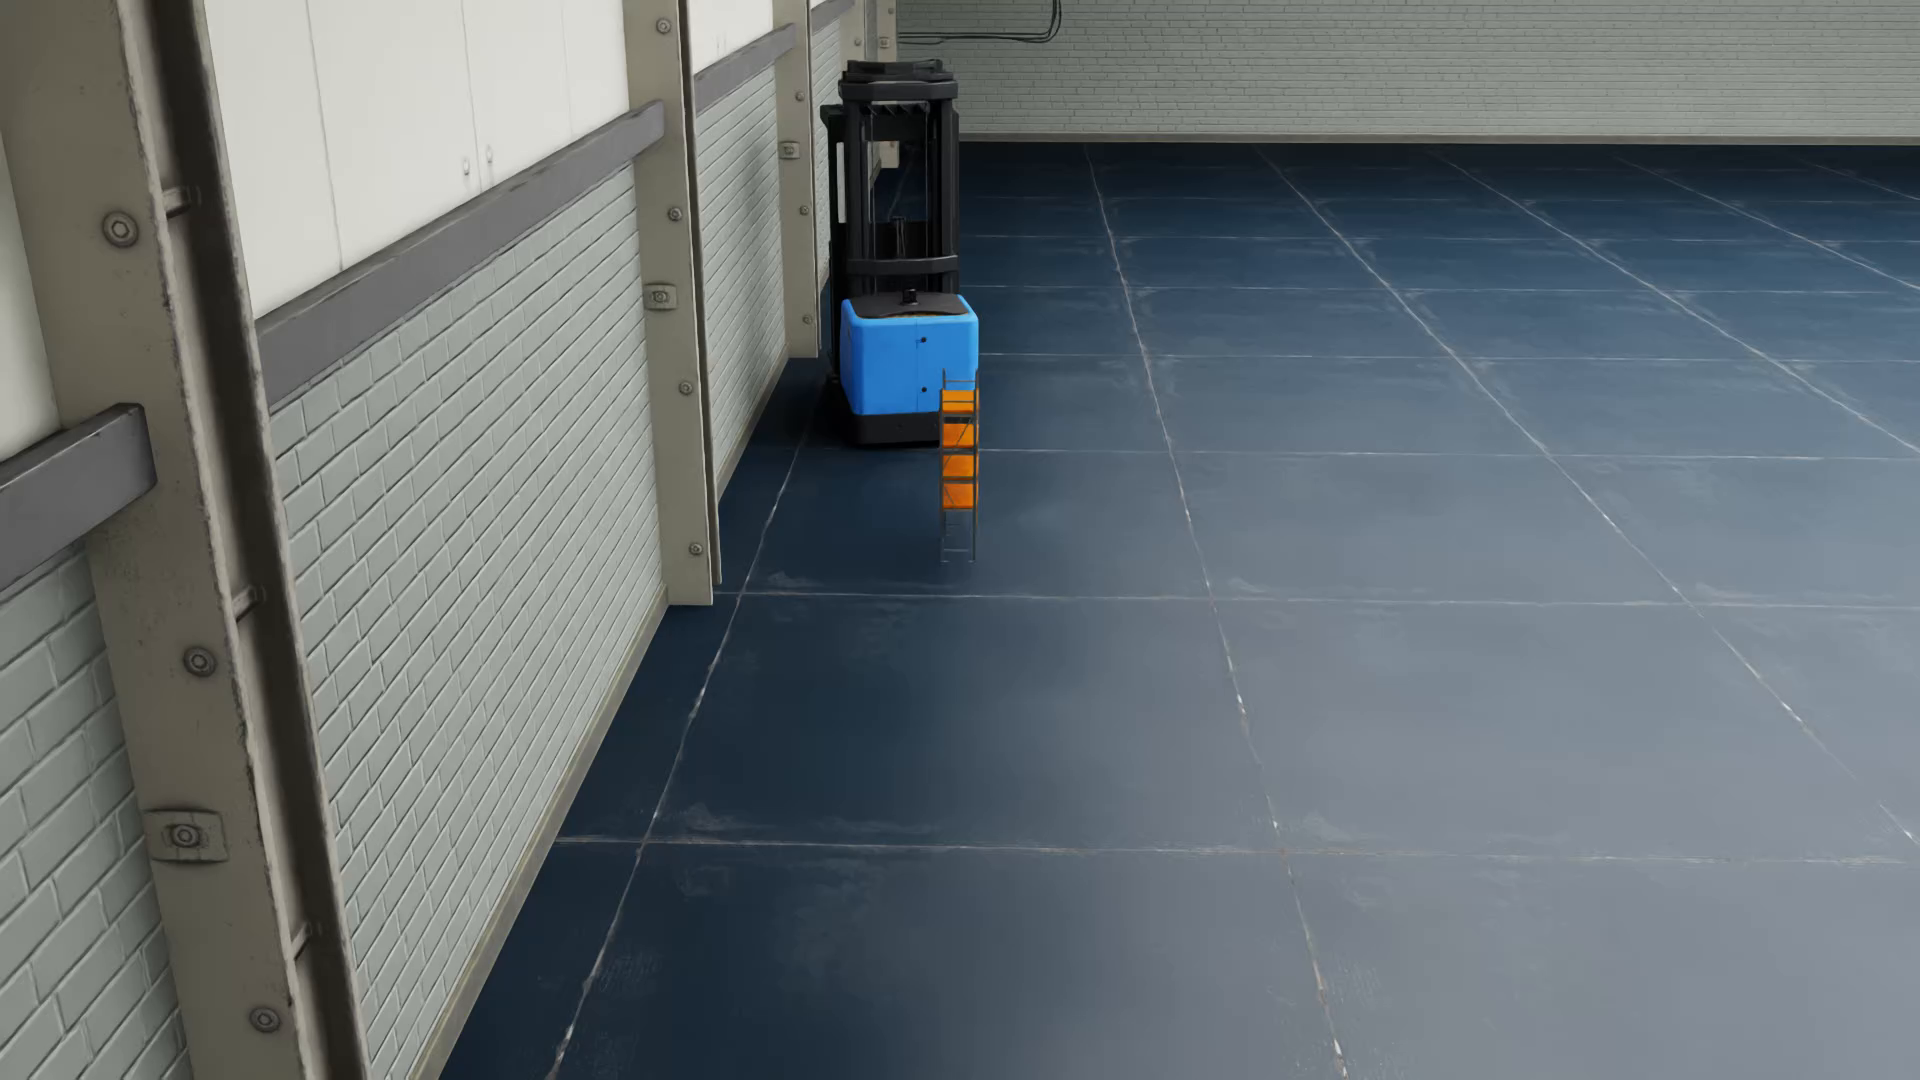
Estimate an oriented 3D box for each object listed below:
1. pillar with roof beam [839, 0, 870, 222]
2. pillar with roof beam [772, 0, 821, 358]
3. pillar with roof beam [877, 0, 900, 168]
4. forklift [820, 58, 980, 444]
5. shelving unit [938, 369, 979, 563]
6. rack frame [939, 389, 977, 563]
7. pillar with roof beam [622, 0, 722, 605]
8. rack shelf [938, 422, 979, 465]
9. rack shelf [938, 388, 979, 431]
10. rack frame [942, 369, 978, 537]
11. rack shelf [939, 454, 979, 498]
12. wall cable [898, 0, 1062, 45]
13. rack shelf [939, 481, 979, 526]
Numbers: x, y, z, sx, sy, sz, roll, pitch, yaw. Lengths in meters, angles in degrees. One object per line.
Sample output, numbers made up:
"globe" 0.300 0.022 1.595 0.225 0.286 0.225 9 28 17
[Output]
"pillar with roof beam" 2.956 -8.148 20.090 9.100 9.000 0.400 1 21 2
"pillar with roof beam" 2.774 -5.979 14.499 9.100 9.000 0.400 1 21 2
"pillar with roof beam" 3.139 -10.318 25.681 9.100 9.000 0.400 1 21 2
"forklift" -0.592 -2.633 14.264 1.130 2.935 3.031 -4 21 -9
"shelving unit" -0.005 -0.500 11.158 0.258 1.200 0.503 1 21 2
"rack frame" -0.012 -0.411 10.930 0.240 1.200 0.015 1 21 2
"pillar with roof beam" 2.591 -3.810 8.907 9.100 9.000 0.400 1 21 2
"rack shelf" -0.005 -0.645 11.101 0.258 0.148 0.480 1 21 2
"rack shelf" -0.005 -0.866 11.015 0.258 0.148 0.480 1 21 2
"rack frame" 0.002 -0.588 11.385 0.240 1.200 0.015 1 21 2
"rack shelf" -0.005 -0.437 11.182 0.258 0.148 0.480 1 21 2
"wall cable" 0.247 -9.968 29.072 3.097 2.526 0.112 1 21 2
"rack shelf" -0.005 -0.252 11.254 0.258 0.148 0.480 1 21 2
